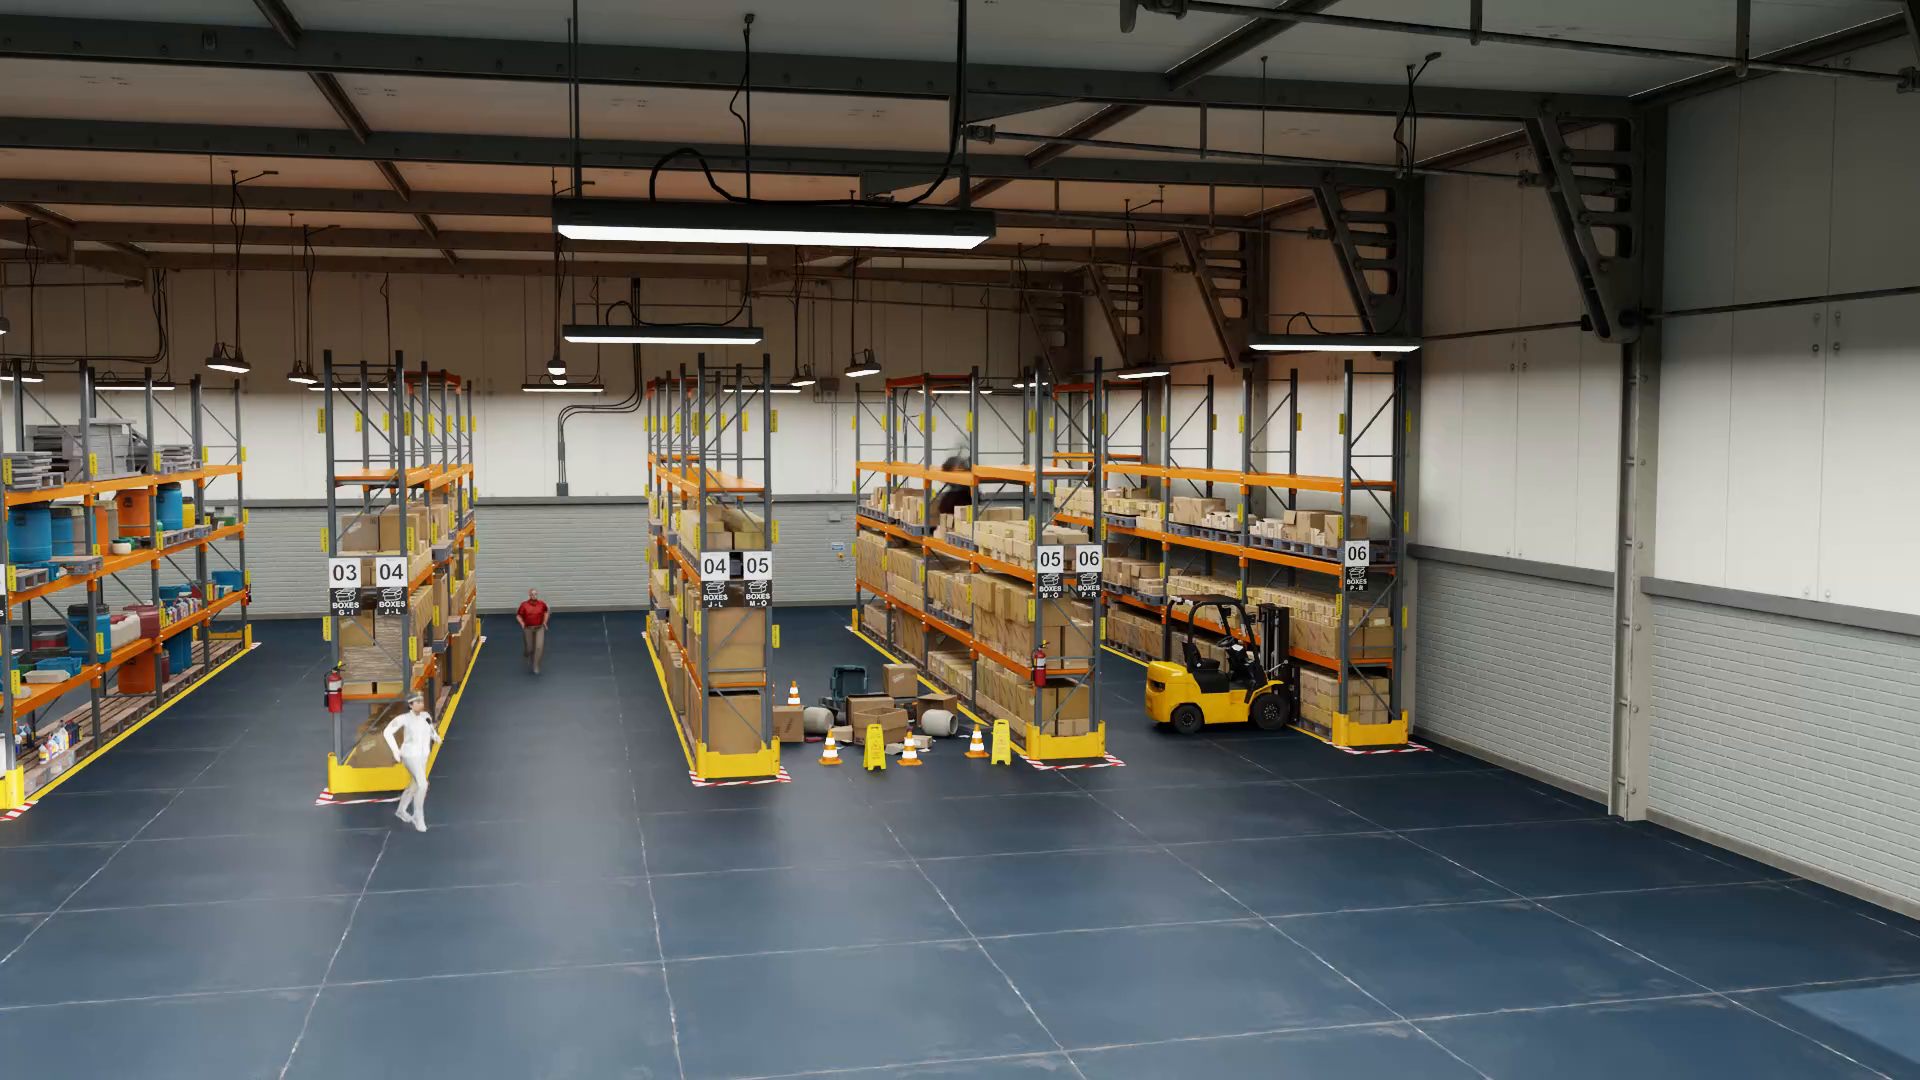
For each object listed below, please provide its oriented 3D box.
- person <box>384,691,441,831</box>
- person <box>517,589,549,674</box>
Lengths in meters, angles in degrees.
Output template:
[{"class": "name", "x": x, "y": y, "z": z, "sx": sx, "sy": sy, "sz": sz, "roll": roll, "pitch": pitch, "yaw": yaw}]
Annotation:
[{"class": "person", "x": -6.769, "y": 2.734, "z": 20.684, "sx": 0.741, "sy": 1.751, "sz": 0.598, "roll": 2, "pitch": 4, "yaw": 27}, {"class": "person", "x": -8.622, "y": 1.829, "z": 33.603, "sx": 0.653, "sy": 1.704, "sz": 0.822, "roll": -2, "pitch": 4, "yaw": -23}]
